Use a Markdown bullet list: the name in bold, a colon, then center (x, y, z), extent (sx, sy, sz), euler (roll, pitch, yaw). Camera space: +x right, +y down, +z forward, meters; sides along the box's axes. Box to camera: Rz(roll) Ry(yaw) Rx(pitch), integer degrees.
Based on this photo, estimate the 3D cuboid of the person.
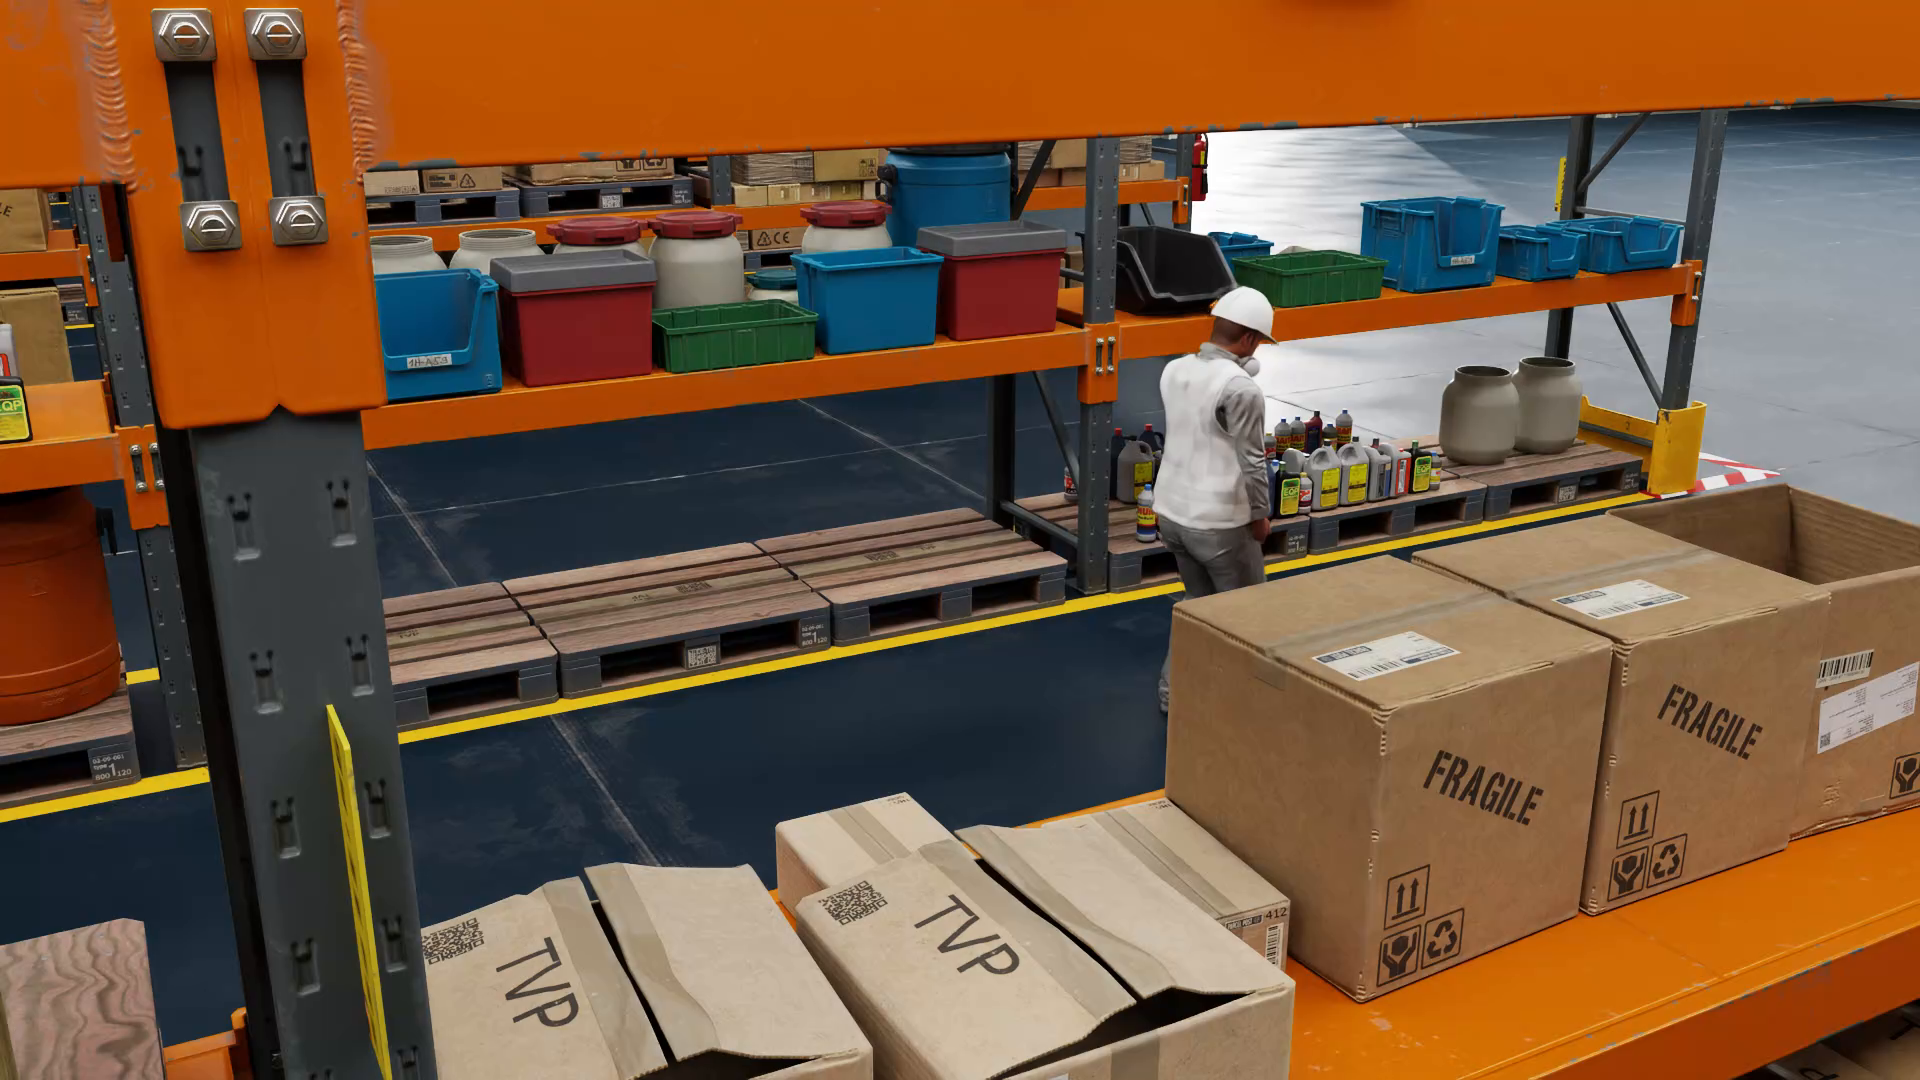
- **person**: center (0.985, -0.109, 6.434), extent (0.457, 1.729, 0.556), euler (-9, 20, -25)
